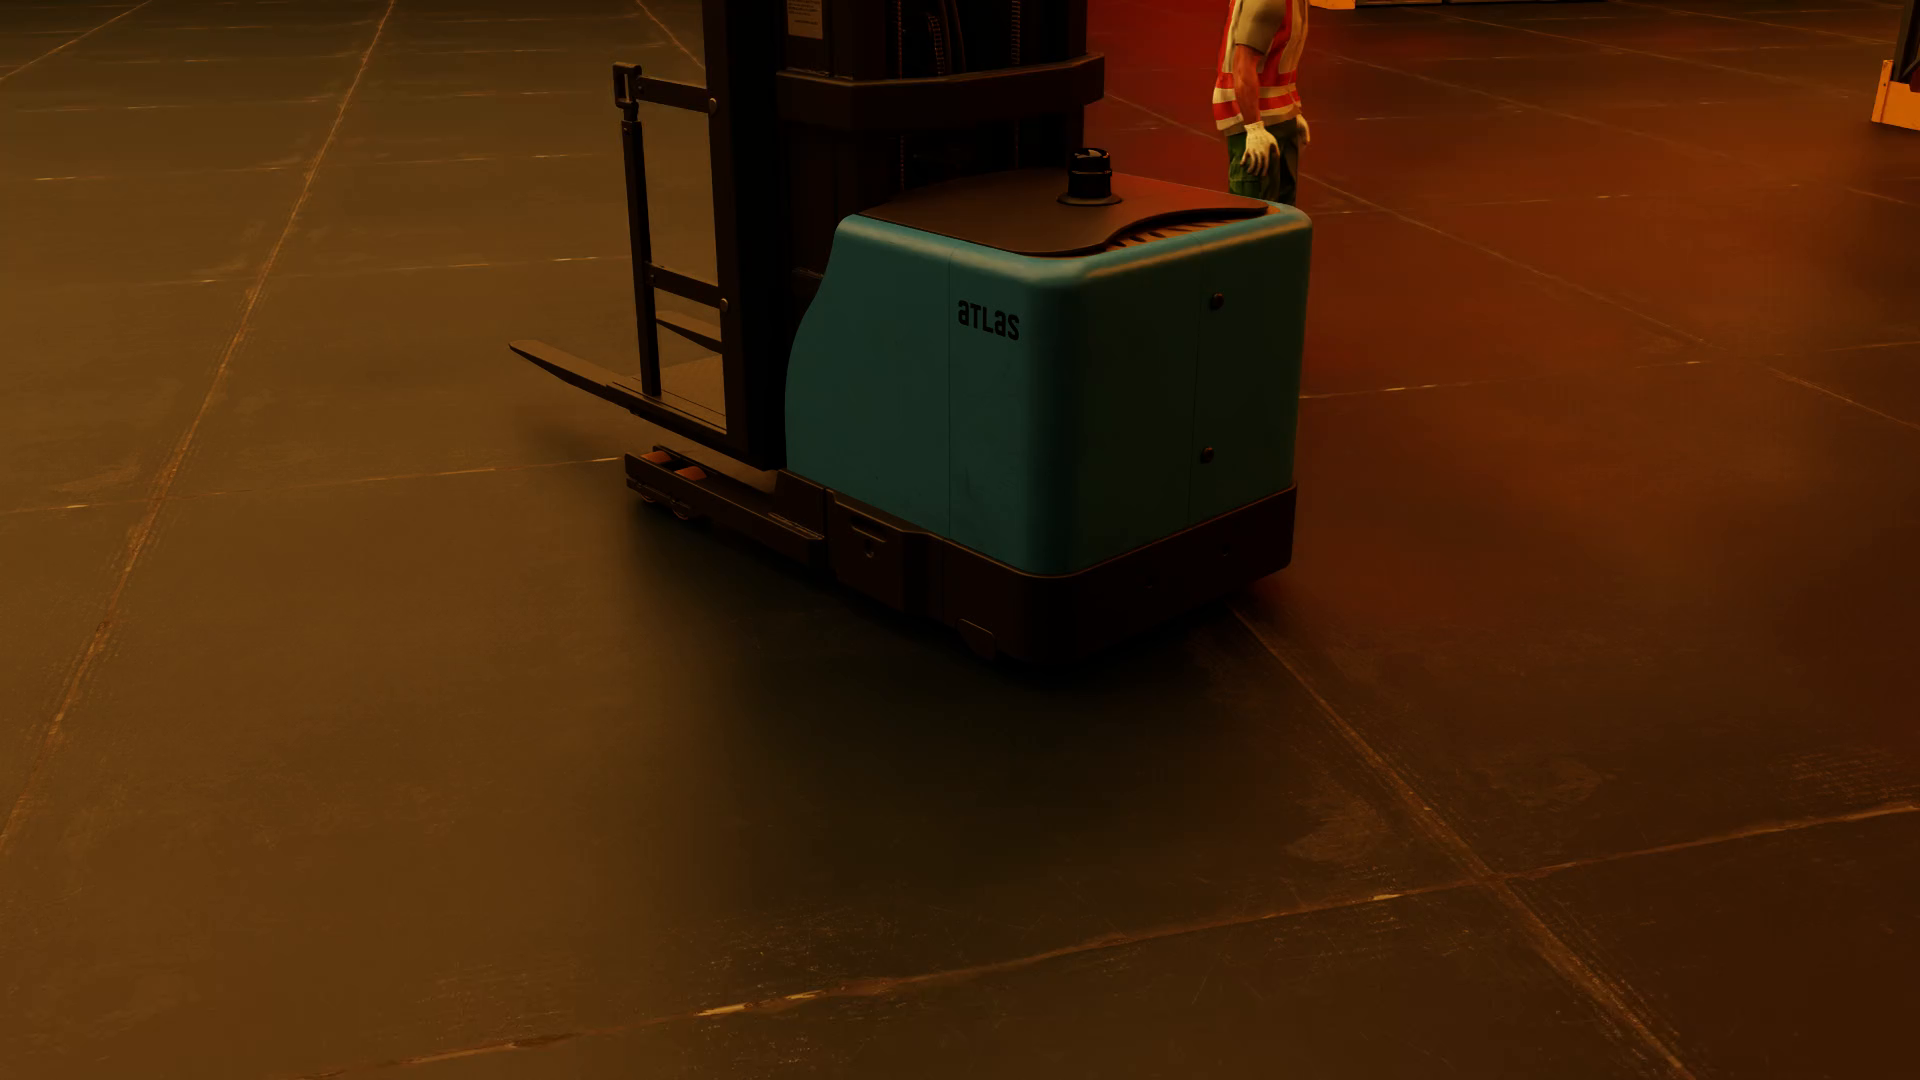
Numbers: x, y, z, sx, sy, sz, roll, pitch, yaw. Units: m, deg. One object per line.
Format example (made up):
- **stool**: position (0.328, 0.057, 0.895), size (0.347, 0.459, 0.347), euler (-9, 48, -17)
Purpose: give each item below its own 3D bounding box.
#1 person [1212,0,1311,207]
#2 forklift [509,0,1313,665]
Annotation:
- **person**: position (1.246, -1.645, 6.650), size (0.450, 1.780, 0.623), euler (11, 26, 25)
- **forklift**: position (-0.421, -1.529, 4.902), size (1.130, 2.935, 3.031), euler (-20, 30, -38)
